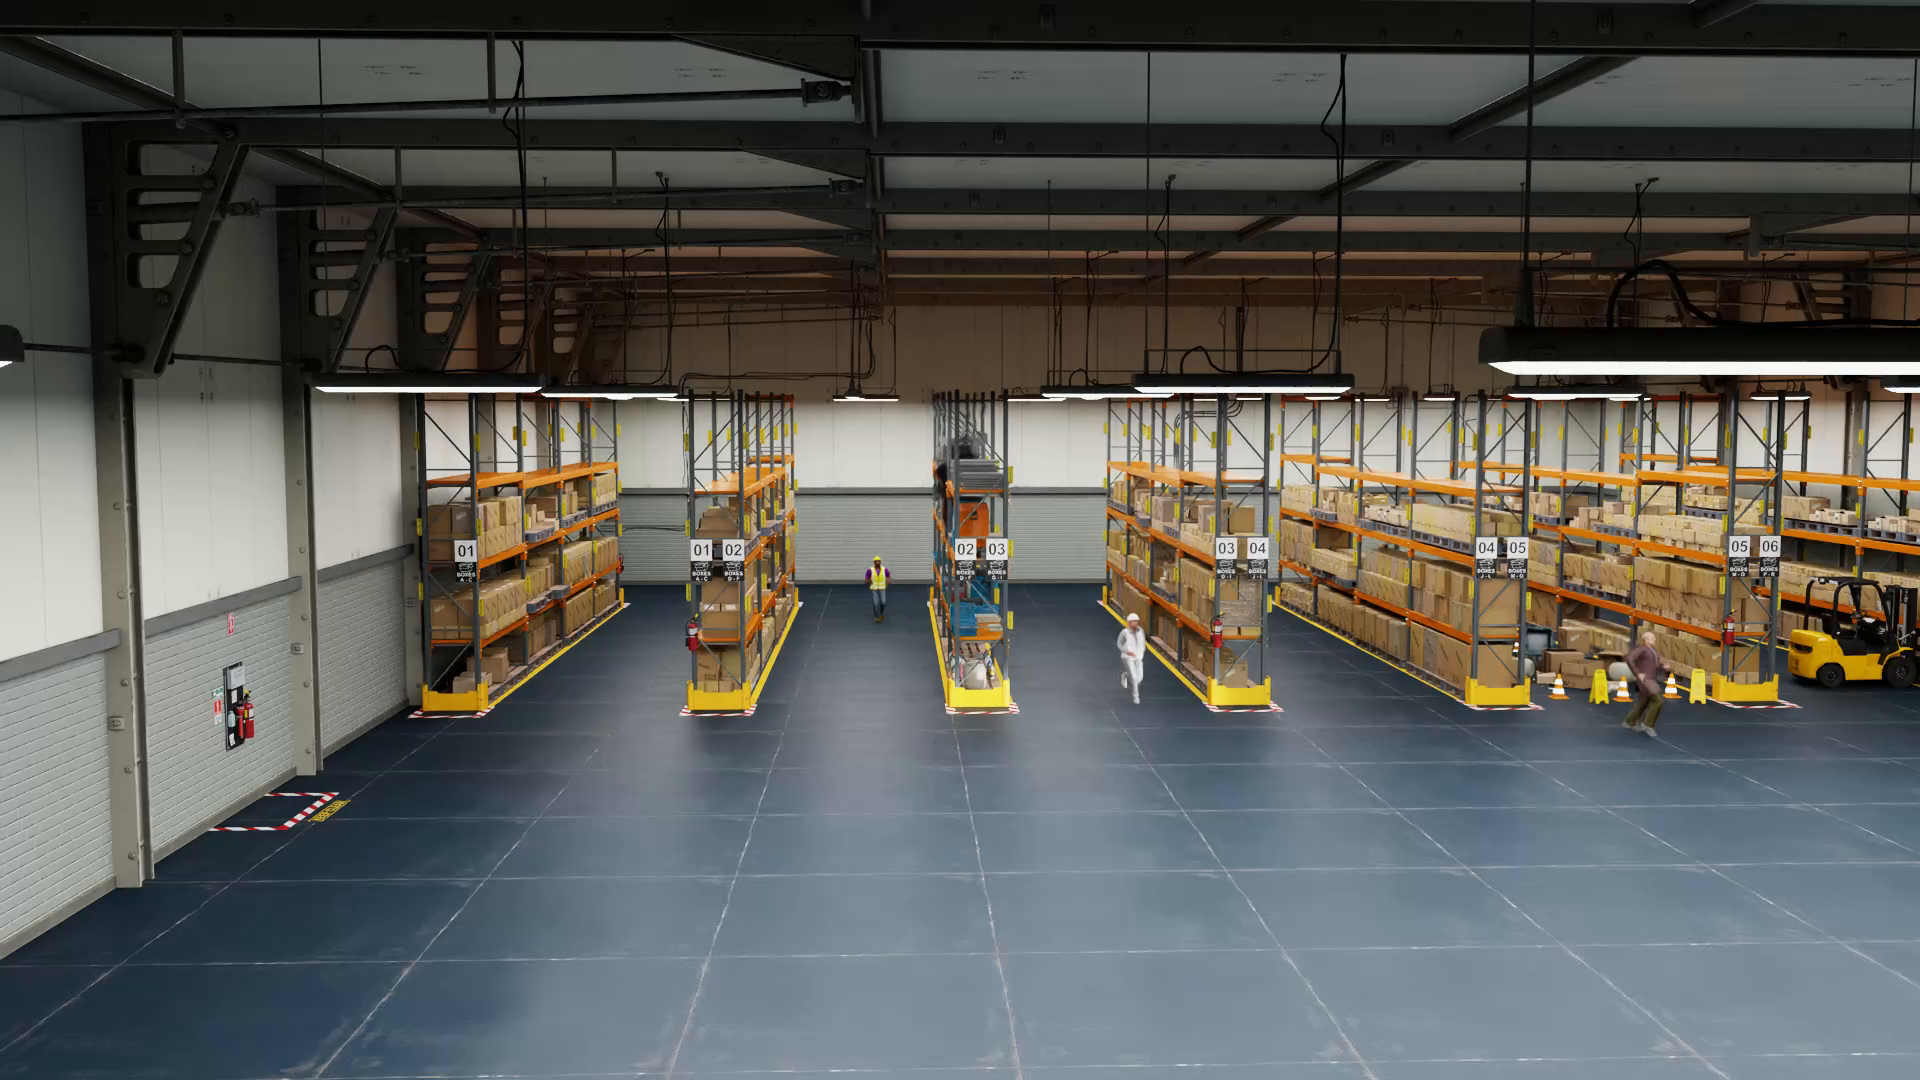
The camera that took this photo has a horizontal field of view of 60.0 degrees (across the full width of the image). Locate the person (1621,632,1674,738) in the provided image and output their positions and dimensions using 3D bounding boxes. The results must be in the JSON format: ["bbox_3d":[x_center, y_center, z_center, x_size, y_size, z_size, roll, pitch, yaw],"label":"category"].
[{"bbox_3d":[11.885,2.504,28.763,0.829,1.837,0.681,3,6,36],"label":"person"}]

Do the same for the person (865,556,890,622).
[{"bbox_3d":[-2.133,1.297,43.545,0.682,1.733,0.617,-1,5,-8],"label":"person"}]

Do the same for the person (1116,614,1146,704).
[{"bbox_3d":[3.294,2.266,32.092,0.688,1.736,0.704,-2,5,-26],"label":"person"}]

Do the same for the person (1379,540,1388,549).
[{"bbox_3d":[12.472,0.839,49.228,0.631,1.753,0.697,0,5,-2],"label":"person"}]
